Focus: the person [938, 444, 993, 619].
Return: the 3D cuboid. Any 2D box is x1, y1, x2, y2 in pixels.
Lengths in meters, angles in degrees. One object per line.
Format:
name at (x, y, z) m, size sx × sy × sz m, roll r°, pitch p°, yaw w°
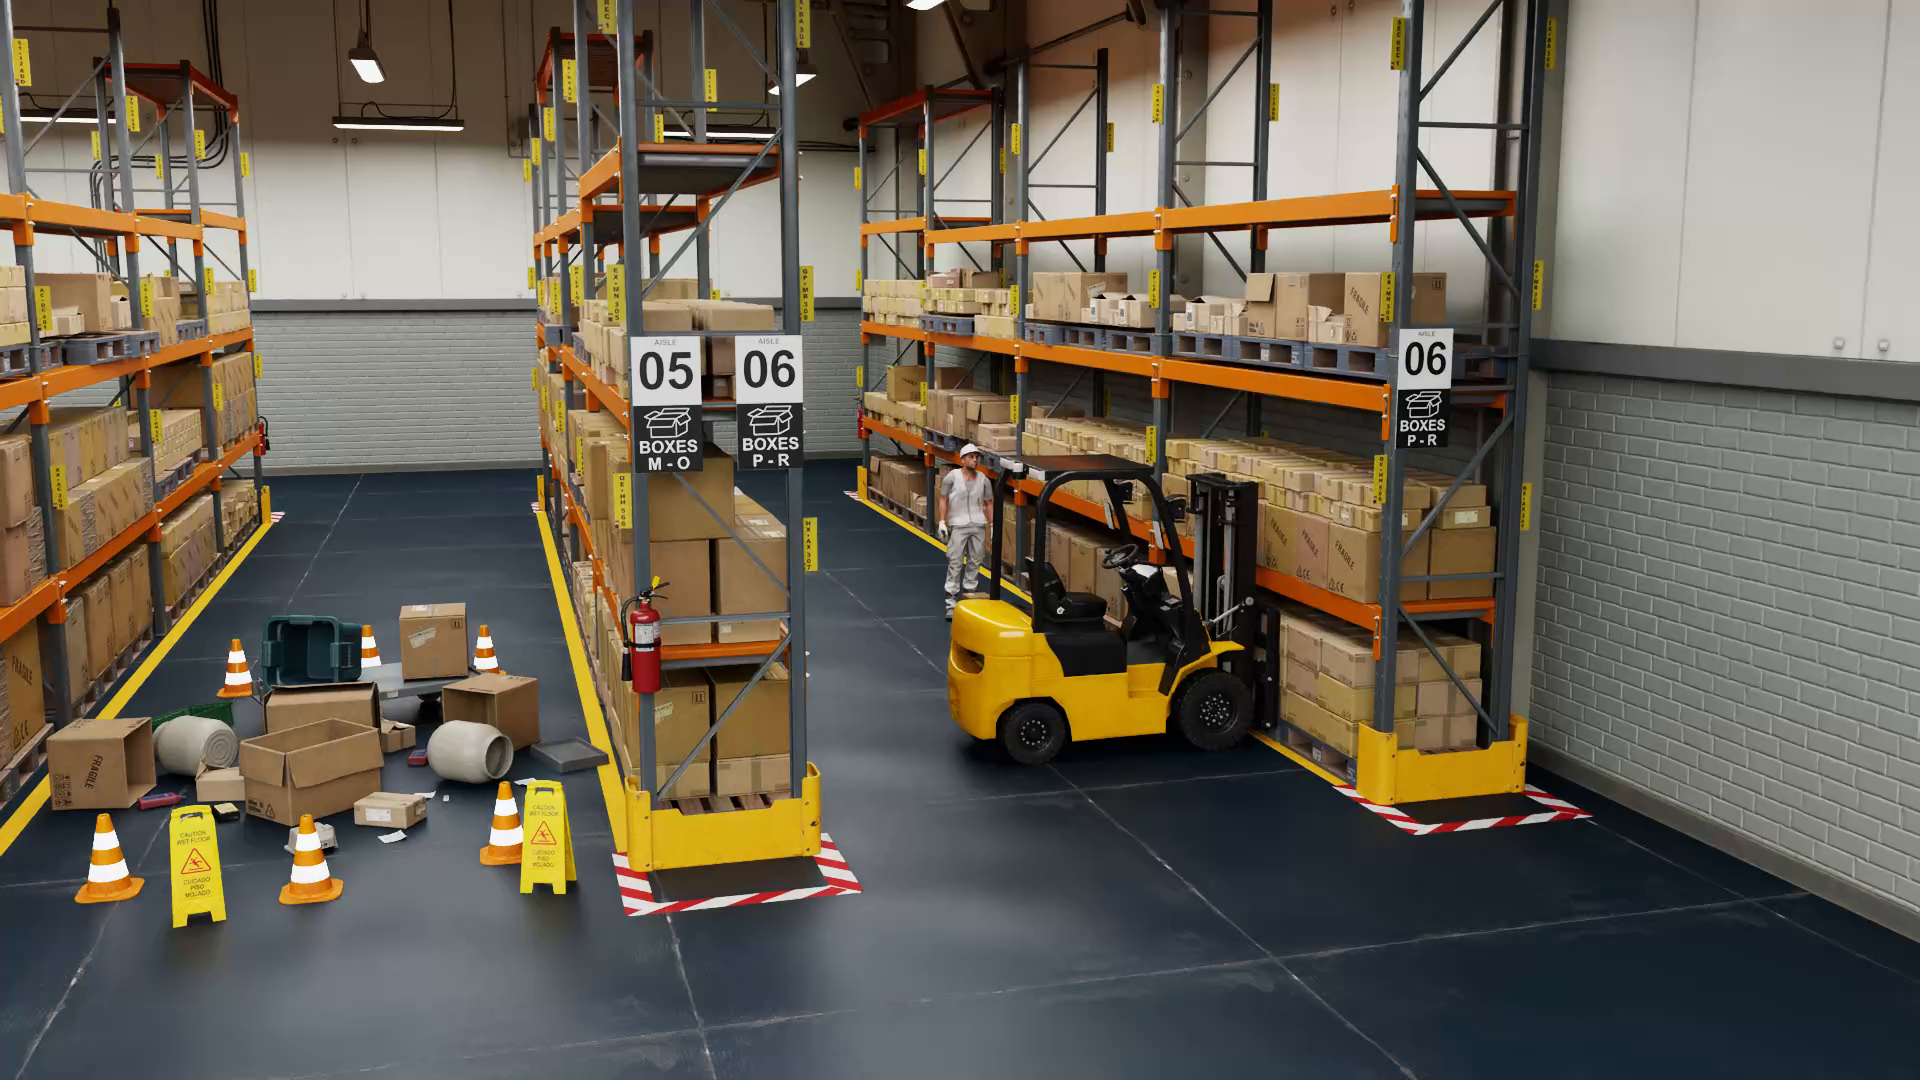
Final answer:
person at (0.093, -0.100, 17.360) m, size 0.637 × 1.787 × 0.565 m, roll -3°, pitch 10°, yaw -16°
